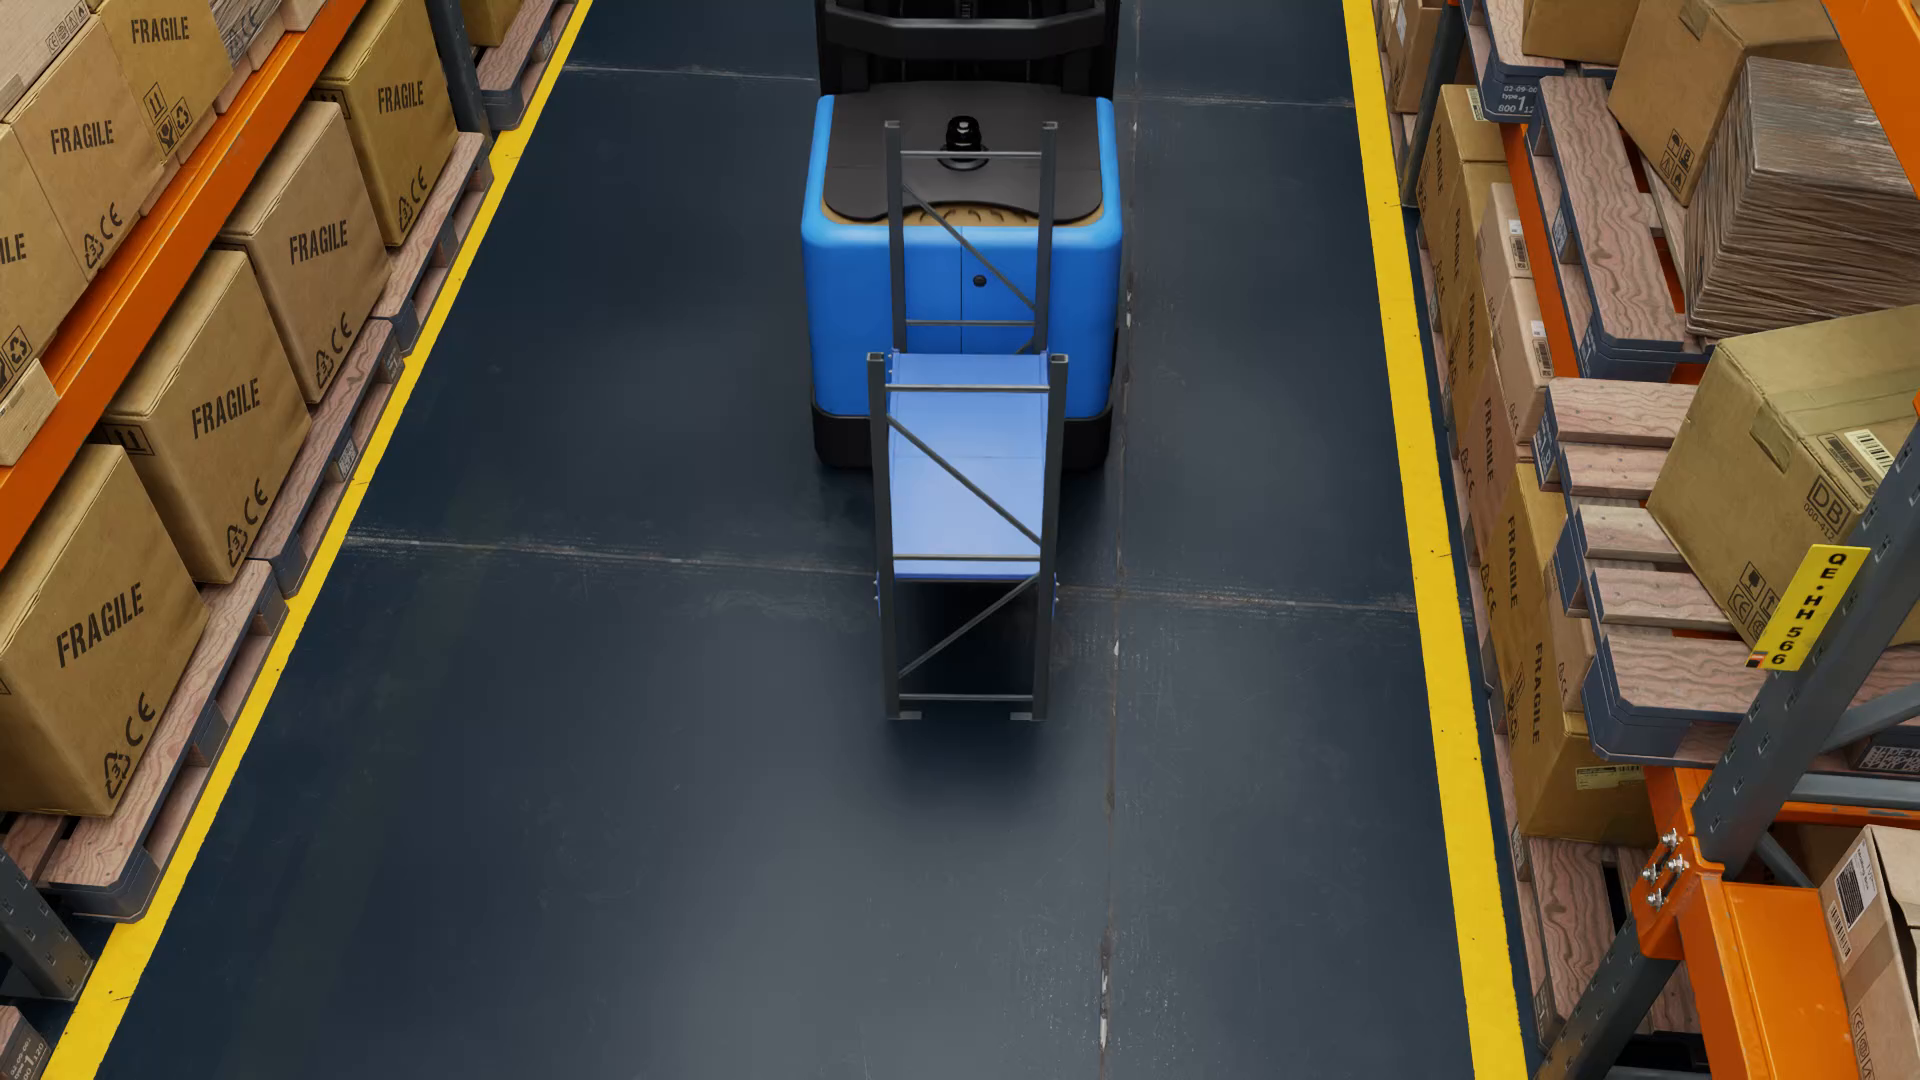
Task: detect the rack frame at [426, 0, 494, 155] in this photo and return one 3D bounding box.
[{"bbox_3d":[-2.564,-2.754,6.237,1.000,3.000,0.127,4,48,4],"label":"rack frame"}]

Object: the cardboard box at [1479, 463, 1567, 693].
[{"bbox_3d":[1.904,0.127,4.997,0.500,0.500,0.500,2,48,2],"label":"cardboard box"}]

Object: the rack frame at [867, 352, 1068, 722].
[{"bbox_3d":[0.019,0.053,4.686,0.500,1.500,0.032,1,48,1],"label":"rack frame"}]

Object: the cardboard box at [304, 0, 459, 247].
[{"bbox_3d":[-2.493,-1.684,6.430,0.750,0.750,0.750,4,48,4],"label":"cardboard box"}]

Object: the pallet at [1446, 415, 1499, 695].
[{"bbox_3d":[2.225,0.016,5.592,1.003,0.211,1.213,4,48,4],"label":"pallet"}]

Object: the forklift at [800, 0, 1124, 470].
[{"bbox_3d":[0.030,-2.311,5.878,1.130,2.935,3.031,1,48,1],"label":"forklift"}]

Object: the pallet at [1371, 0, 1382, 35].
[{"bbox_3d":[2.542,-2.886,8.247,1.003,0.211,1.213,4,48,4],"label":"pallet"}]

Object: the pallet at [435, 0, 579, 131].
[{"bbox_3d":[-2.416,-2.367,7.772,1.003,0.211,1.213,4,48,4],"label":"pallet"}]

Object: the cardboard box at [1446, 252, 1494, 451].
[{"bbox_3d":[1.993,-0.630,5.690,0.500,0.500,0.500,4,48,4],"label":"cardboard box"}]

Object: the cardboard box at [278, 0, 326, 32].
[{"bbox_3d":[-2.346,-1.837,5.554,0.380,0.149,0.250,4,48,4],"label":"cardboard box"}]

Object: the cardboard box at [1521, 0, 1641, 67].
[{"bbox_3d":[2.104,-1.757,4.972,0.700,0.500,0.500,11,48,10],"label":"cardboard box"}]

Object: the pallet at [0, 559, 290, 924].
[{"bbox_3d":[-2.781,0.552,5.102,1.003,0.211,1.213,4,48,4],"label":"pallet"}]

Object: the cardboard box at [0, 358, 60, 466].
[{"bbox_3d":[-2.527,-0.338,4.183,0.380,0.149,0.250,5,48,5],"label":"cardboard box"}]

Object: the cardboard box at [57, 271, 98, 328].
[{"bbox_3d":[-2.612,-0.722,4.534,0.380,0.149,0.250,5,48,4],"label":"cardboard box"}]

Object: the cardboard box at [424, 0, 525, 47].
[{"bbox_3d":[-2.393,-2.595,7.500,0.700,0.500,0.500,4,48,4],"label":"cardboard box"}]

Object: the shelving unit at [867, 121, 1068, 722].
[{"bbox_3d":[0.026,-0.323,5.029,0.538,1.500,1.048,1,48,1],"label":"shelving unit"}]

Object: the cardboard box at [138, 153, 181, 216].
[{"bbox_3d":[-2.538,-1.091,4.872,0.380,0.149,0.250,4,48,4],"label":"cardboard box"}]

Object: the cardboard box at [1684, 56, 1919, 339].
[{"bbox_3d":[2.224,-0.790,4.087,0.700,0.500,0.500,12,49,11],"label":"cardboard box"}]

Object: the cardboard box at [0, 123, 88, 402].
[{"bbox_3d":[-2.572,-0.680,4.056,0.500,0.500,0.500,5,48,5],"label":"cardboard box"}]

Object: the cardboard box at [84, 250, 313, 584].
[{"bbox_3d":[-2.644,-0.406,5.261,0.750,0.750,0.750,4,48,3],"label":"cardboard box"}]

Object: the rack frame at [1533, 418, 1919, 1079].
[{"bbox_3d":[2.002,0.515,3.246,0.949,2.616,0.053,4,48,4],"label":"rack frame"}]

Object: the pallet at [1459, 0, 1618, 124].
[{"bbox_3d":[2.188,-1.779,5.475,1.003,0.211,1.213,4,48,4],"label":"pallet"}]

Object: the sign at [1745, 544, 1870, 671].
[{"bbox_3d":[1.464,0.122,2.875,0.100,0.325,0.005,4,48,4],"label":"sign"}]

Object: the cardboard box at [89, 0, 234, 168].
[{"bbox_3d":[-2.486,-1.428,4.740,0.500,0.500,0.500,5,48,5],"label":"cardboard box"}]

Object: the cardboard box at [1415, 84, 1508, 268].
[{"bbox_3d":[2.083,-1.390,6.384,0.500,0.500,0.500,2,48,2],"label":"cardboard box"}]

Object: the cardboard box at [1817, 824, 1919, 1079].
[{"bbox_3d":[1.929,0.810,3.037,0.500,0.311,0.500,7,48,6],"label":"cardboard box"}]

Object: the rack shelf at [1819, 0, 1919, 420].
[{"bbox_3d":[2.188,-1.724,3.749,1.077,0.370,4.000,4,48,4],"label":"rack shelf"}]

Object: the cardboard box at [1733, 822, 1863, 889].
[{"bbox_3d":[2.331,0.895,4.294,0.500,0.500,0.500,6,48,5],"label":"cardboard box"}]

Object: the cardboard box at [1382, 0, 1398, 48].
[{"bbox_3d":[2.114,-2.328,7.480,0.380,0.149,0.250,4,48,4],"label":"cardboard box"}]

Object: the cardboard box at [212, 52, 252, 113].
[{"bbox_3d":[-2.472,-1.478,5.226,0.380,0.149,0.250,3,48,2],"label":"cardboard box"}]

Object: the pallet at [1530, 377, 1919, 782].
[{"bbox_3d":[1.997,0.077,3.777,1.213,0.211,1.003,4,48,4],"label":"pallet"}]

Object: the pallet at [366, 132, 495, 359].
[{"bbox_3d":[-2.559,-1.241,6.742,1.003,0.211,1.213,4,48,4],"label":"pallet"}]

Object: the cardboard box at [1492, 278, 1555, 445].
[{"bbox_3d":[1.947,-0.539,5.098,0.500,0.250,0.500,3,48,3],"label":"cardboard box"}]
